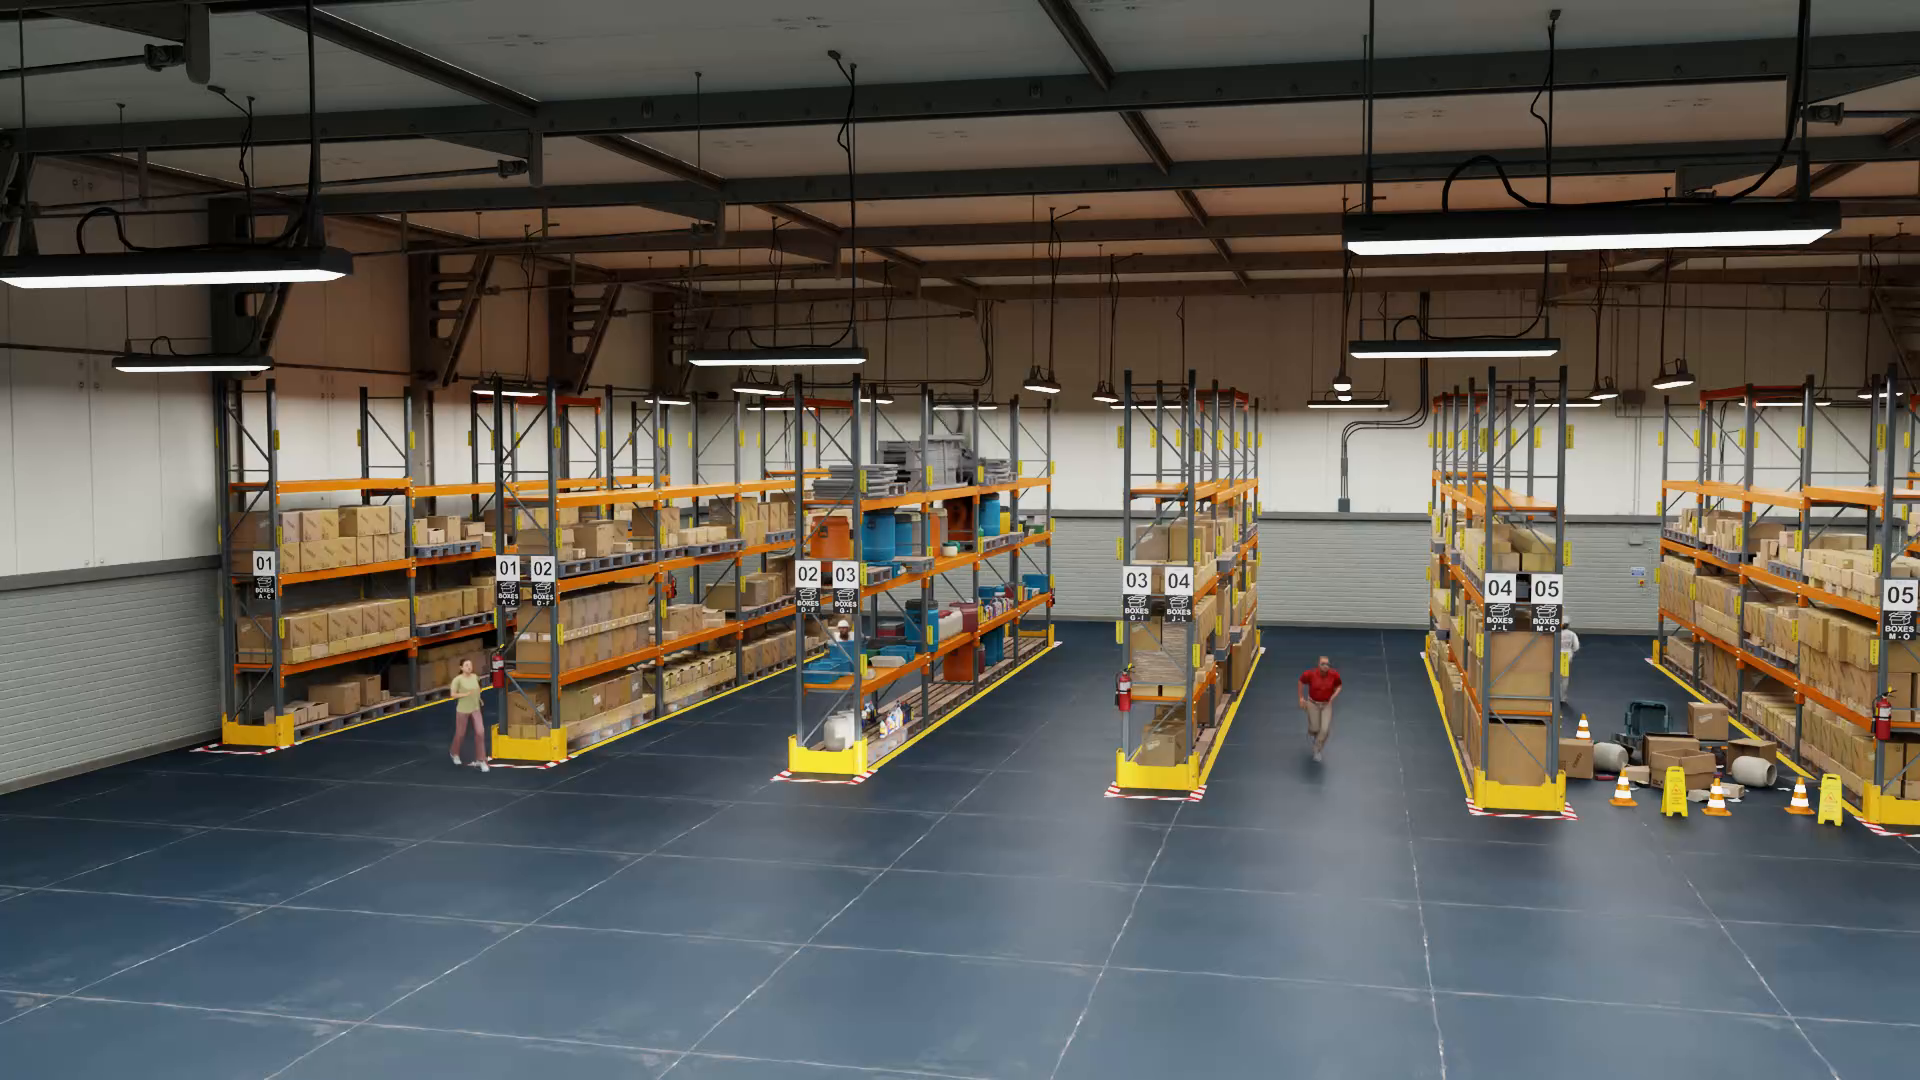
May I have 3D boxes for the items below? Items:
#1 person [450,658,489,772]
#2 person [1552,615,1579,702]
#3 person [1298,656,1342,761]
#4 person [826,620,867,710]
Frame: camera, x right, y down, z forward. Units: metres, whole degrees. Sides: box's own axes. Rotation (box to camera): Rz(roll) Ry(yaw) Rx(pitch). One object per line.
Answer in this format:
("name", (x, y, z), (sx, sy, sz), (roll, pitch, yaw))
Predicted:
("person", (-7.486, 2.631, 25.272), (0.571, 1.698, 0.882), (-3, 5, -41))
("person", (11.530, 2.264, 31.872), (0.603, 1.659, 0.536), (1, 4, 13))
("person", (5.652, 2.629, 26.155), (0.657, 1.663, 0.766), (0, 3, -4))
("person", (-2.075, 2.309, 30.348), (0.668, 1.753, 0.944), (1, 4, 14))
